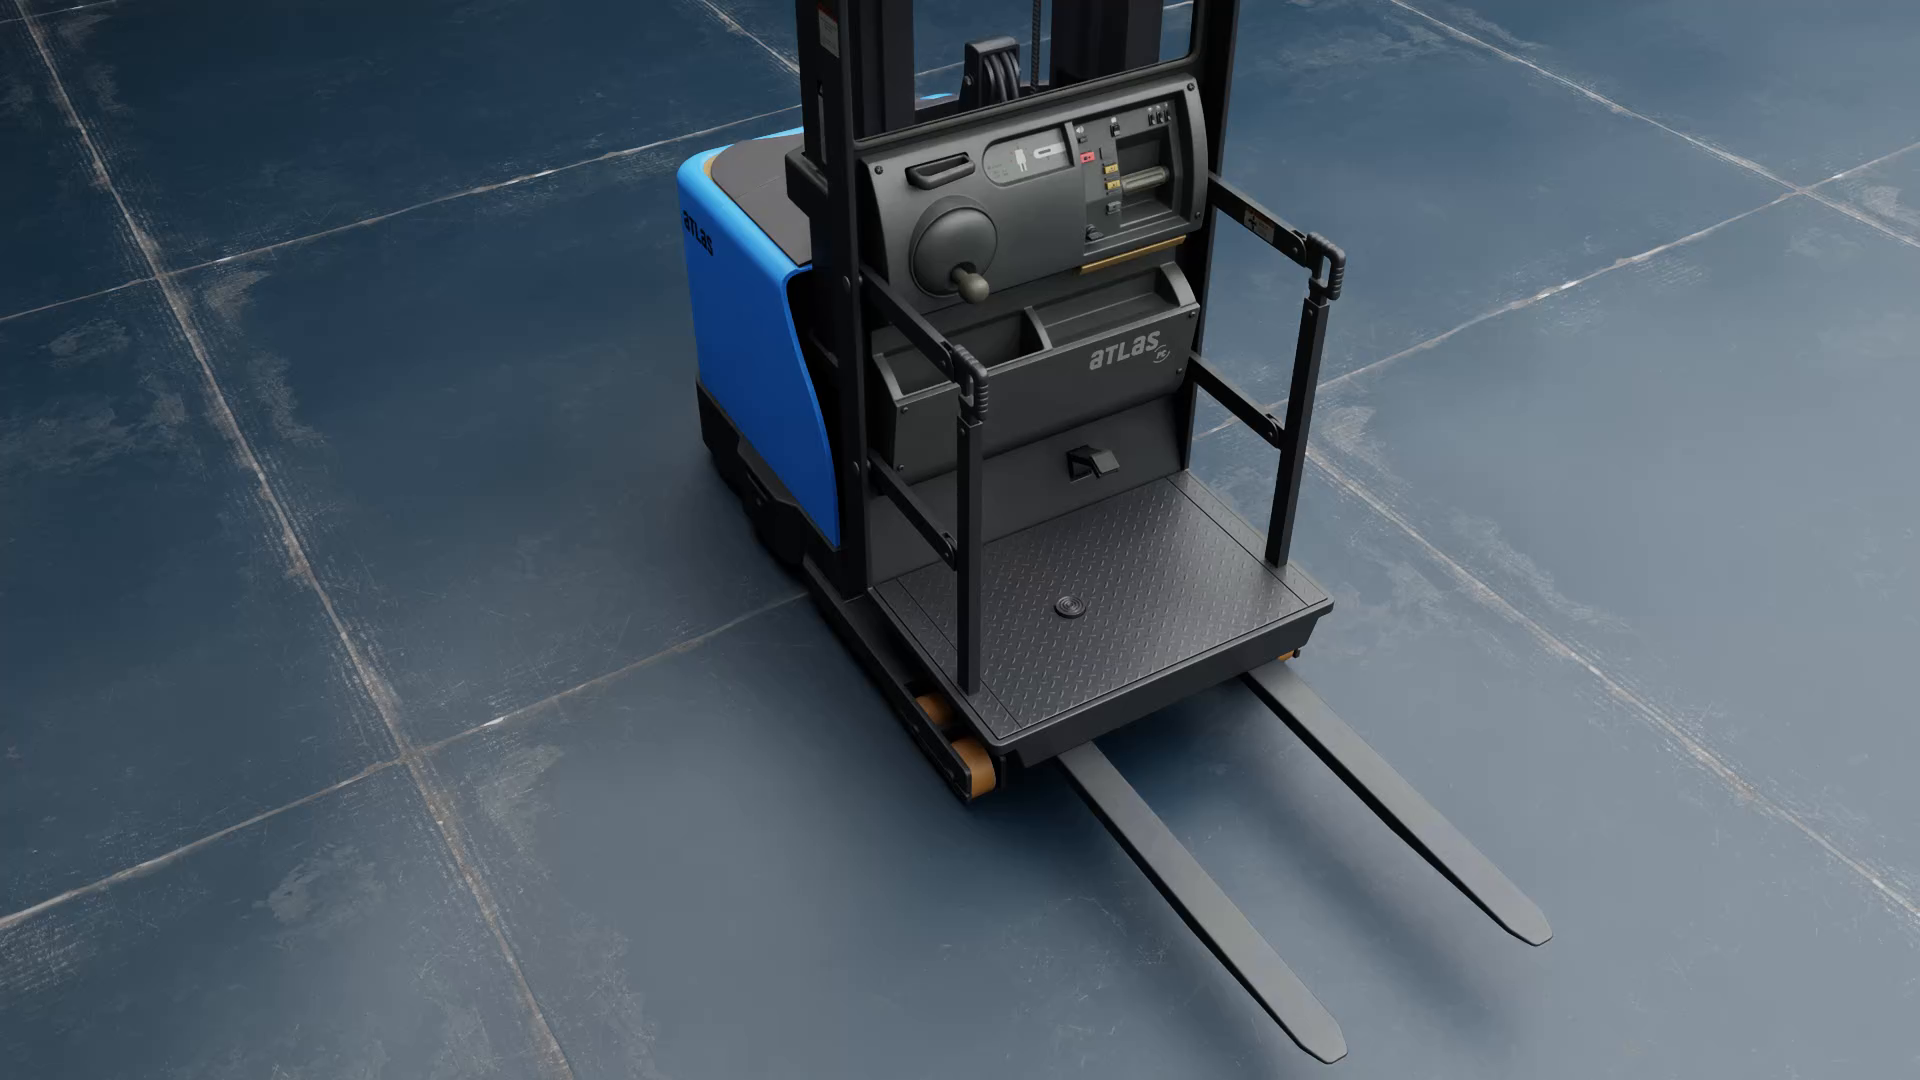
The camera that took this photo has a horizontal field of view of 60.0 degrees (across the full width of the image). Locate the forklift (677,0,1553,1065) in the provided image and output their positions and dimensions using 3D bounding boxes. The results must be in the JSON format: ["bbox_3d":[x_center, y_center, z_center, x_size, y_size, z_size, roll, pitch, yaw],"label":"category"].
[{"bbox_3d":[0.315,-0.778,3.894,1.130,2.935,3.031,-20,44,-23],"label":"forklift"}]
